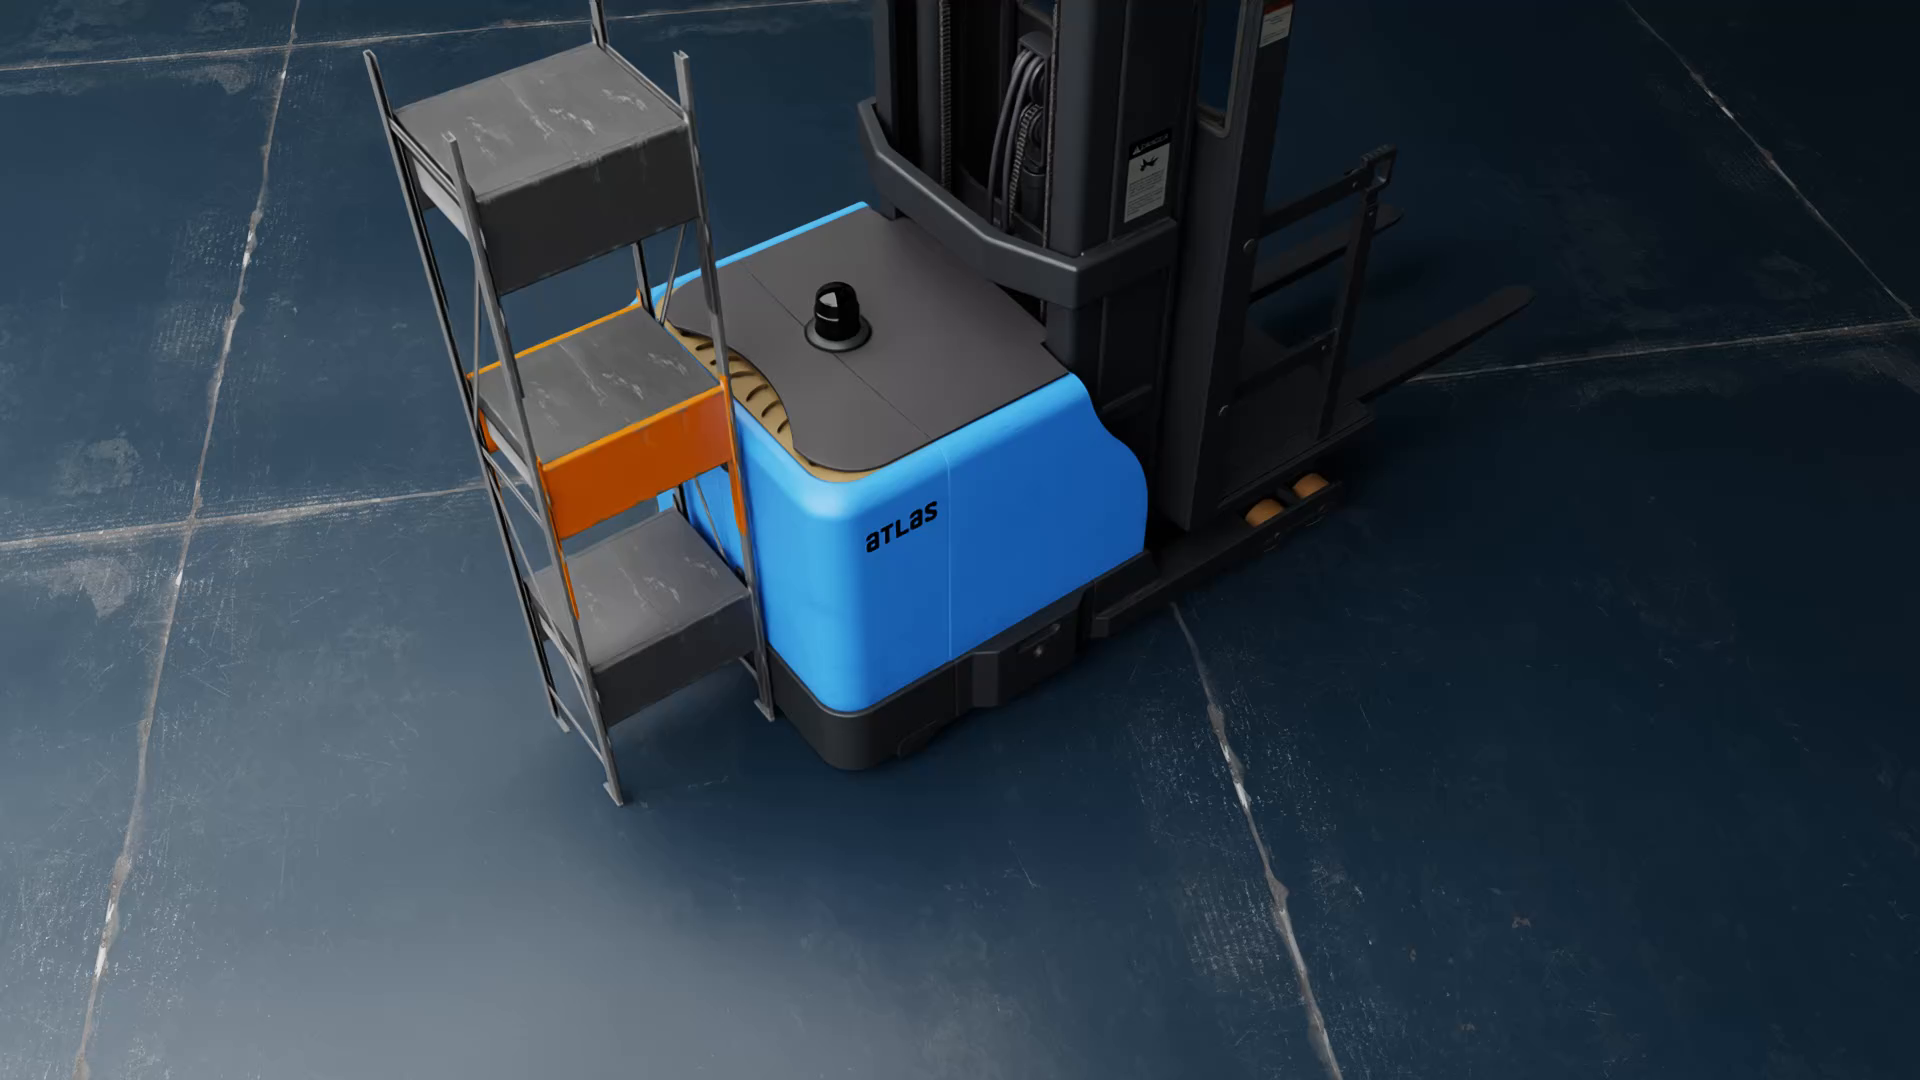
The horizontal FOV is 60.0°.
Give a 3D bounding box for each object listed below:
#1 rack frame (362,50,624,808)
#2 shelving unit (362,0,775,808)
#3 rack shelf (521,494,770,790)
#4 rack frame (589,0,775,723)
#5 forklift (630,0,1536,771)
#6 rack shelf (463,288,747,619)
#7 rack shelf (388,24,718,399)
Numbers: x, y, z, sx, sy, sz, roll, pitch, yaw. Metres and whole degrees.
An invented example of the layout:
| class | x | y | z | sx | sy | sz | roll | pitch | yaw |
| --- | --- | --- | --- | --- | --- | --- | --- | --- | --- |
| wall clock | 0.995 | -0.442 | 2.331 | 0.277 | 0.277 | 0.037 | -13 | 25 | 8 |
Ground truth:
| class | x | y | z | sx | sy | sz | roll | pitch | yaw |
| --- | --- | --- | --- | --- | --- | --- | --- | --- | --- |
| rack frame | -1.045 | -0.115 | 3.903 | 0.015 | 2.100 | 0.400 | -28 | 52 | -24 |
| shelving unit | -0.849 | -0.220 | 4.004 | 0.503 | 2.100 | 0.431 | -28 | 52 | -24 |
| rack shelf | -0.849 | 0.275 | 4.518 | 0.480 | 0.518 | 0.431 | -28 | 52 | -24 |
| rack frame | -0.654 | -0.325 | 4.105 | 0.015 | 2.100 | 0.400 | -28 | 52 | -24 |
| forklift | 0.586 | -1.260 | 4.428 | 3.031 | 2.935 | 1.130 | -28 | 52 | -24 |
| rack shelf | -0.849 | -0.211 | 4.014 | 0.480 | 0.518 | 0.431 | -28 | 52 | -24 |
| rack shelf | -0.849 | -0.696 | 3.510 | 0.480 | 0.518 | 0.431 | -28 | 52 | -24 |
